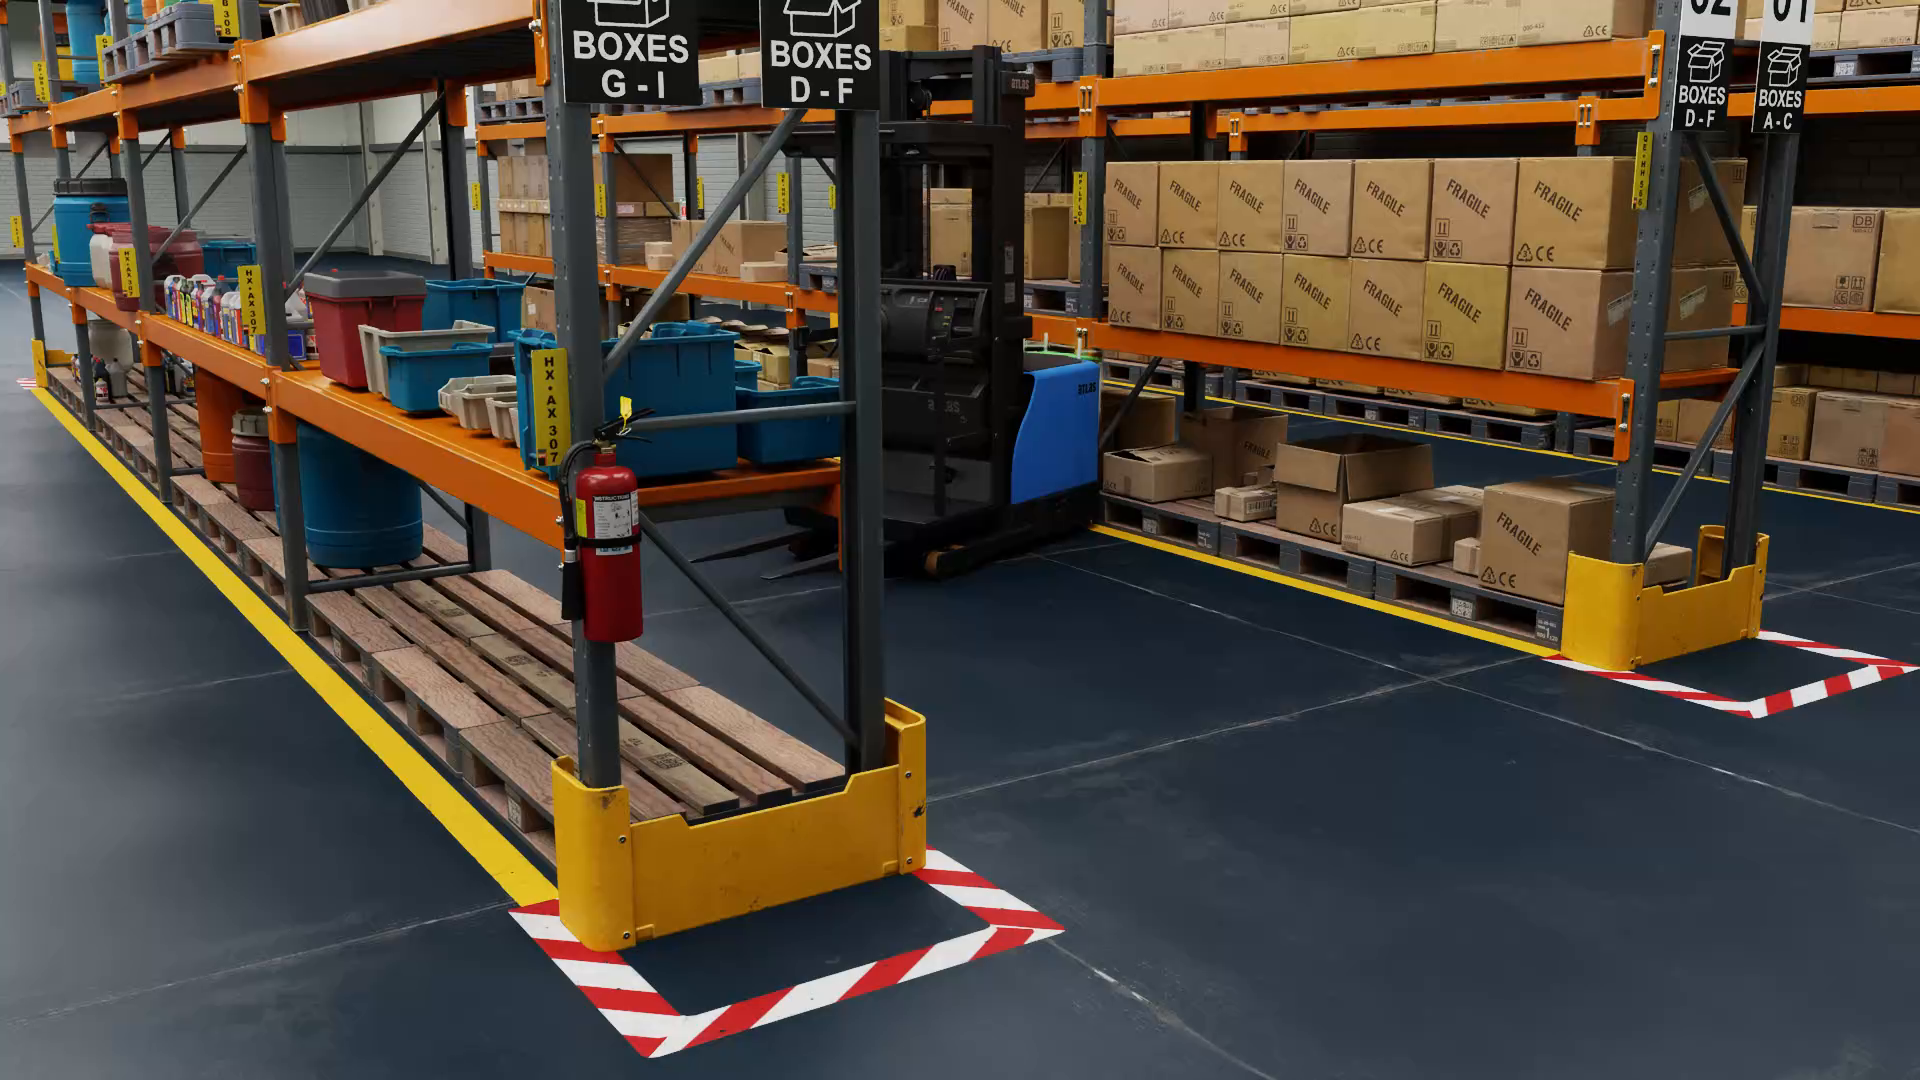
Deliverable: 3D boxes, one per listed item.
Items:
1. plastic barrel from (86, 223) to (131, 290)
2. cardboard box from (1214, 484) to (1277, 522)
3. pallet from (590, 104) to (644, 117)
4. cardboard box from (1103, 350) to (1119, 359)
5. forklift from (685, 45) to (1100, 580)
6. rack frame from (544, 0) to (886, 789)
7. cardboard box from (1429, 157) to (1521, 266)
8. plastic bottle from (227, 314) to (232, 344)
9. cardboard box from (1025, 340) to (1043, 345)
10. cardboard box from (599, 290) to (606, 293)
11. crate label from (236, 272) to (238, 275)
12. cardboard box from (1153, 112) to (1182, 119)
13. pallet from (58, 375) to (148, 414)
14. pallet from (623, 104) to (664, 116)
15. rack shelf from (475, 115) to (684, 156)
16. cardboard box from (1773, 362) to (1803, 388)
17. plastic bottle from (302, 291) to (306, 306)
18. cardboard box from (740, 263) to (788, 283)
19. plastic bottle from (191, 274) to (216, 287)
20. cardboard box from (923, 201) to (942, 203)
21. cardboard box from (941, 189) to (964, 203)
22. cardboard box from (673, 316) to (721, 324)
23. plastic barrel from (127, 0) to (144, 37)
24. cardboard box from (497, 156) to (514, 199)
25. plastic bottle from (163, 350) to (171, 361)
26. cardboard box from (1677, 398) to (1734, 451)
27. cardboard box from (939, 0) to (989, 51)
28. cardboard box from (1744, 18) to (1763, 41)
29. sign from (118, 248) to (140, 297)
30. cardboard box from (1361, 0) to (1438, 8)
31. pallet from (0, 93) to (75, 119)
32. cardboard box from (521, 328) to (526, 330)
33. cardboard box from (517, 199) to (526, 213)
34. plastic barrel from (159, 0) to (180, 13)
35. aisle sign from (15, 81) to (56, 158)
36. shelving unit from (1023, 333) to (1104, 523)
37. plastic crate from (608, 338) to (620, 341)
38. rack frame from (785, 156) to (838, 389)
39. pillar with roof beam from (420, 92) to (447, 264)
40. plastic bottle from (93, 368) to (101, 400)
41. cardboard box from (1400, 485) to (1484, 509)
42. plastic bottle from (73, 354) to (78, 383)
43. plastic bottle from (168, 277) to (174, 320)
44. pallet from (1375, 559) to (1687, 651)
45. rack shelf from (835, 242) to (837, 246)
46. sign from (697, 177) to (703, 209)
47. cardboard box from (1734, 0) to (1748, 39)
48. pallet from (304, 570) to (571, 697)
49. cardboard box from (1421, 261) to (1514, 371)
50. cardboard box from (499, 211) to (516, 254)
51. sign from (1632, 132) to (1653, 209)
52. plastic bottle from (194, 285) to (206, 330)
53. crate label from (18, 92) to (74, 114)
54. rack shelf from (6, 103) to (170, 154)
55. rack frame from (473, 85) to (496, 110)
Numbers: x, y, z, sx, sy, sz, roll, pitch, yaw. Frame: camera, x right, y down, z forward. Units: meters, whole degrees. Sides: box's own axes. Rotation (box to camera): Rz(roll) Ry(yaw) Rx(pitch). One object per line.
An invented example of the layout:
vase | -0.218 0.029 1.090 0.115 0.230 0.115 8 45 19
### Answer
plastic barrel | -6.993 -2.363 13.826 0.433 0.535 0.433 0 12 0
cardboard box | 1.758 -0.233 10.008 0.380 0.166 0.250 -8 15 -33
pallet | -3.709 -4.649 17.784 1.003 0.211 1.213 -8 15 -33
cardboard box | 1.906 -2.348 18.900 0.700 0.500 0.500 -8 15 -32
forklift | -0.364 -1.322 9.548 1.130 2.935 3.031 9 15 34
rack frame | -0.692 -0.358 4.978 1.000 3.000 0.127 -8 15 -33
cardboard box | 2.678 -1.617 8.162 0.500 0.500 0.500 -8 14 -31
plastic bottle | -4.039 -1.200 9.294 0.097 0.201 0.097 0 12 0
cardboard box | 0.320 -1.397 12.795 0.500 0.250 0.500 -8 15 -34
cardboard box | -4.201 -2.542 18.660 0.500 0.500 0.500 -8 15 -33
crate label | -5.046 -1.818 12.047 0.303 0.233 0.416 -8 15 -33
cardboard box | 2.482 -4.721 17.617 0.797 0.503 0.637 -6 14 -25
pallet | -8.358 -1.472 16.597 1.003 0.211 1.213 -8 15 -33
pallet | -2.715 -4.294 16.405 0.805 0.209 1.217 -9 15 -35
rack shelf | -4.323 -4.548 18.798 1.077 0.370 4.000 -8 15 -33
cardboard box | 5.996 -1.223 12.281 0.380 0.149 0.250 -9 15 -34
plastic bottle | -4.314 -1.581 11.037 0.097 0.201 0.097 0 12 0
cardboard box | -1.727 -2.371 14.771 0.380 0.149 0.250 -8 15 -33
plastic bottle | -5.027 -1.623 11.053 0.152 0.276 0.135 -8 15 -33
cardboard box | -0.556 -2.522 13.655 0.500 0.500 0.700 9 15 36
cardboard box | 0.106 -4.103 20.653 0.500 0.500 0.500 -8 15 -33
cardboard box | -2.752 -2.176 17.430 0.500 0.311 0.500 -8 15 -33
plastic barrel | -6.153 -3.905 13.003 0.600 0.901 0.708 -8 15 -33
cardboard box | -5.154 -4.378 20.089 0.700 0.500 0.500 -8 15 -33
plastic bottle | -7.782 -1.715 16.353 0.144 0.351 0.185 -8 15 -33
cardboard box | 5.944 -0.991 12.741 0.700 0.500 0.500 -8 15 -33
cardboard box | 0.259 -3.759 12.055 0.600 0.600 0.600 -9 15 -35
cardboard box | 5.773 -3.642 12.106 0.500 0.250 0.500 -8 15 -34
sign | -5.578 -1.794 11.163 0.100 0.325 0.005 -8 15 -33
cardboard box | 2.386 -2.819 8.393 0.500 0.250 0.500 -8 15 -33
pallet | -9.180 -4.418 16.964 1.003 0.211 1.213 -8 15 -33
cardboard box | -5.039 -2.441 19.956 0.500 0.250 0.500 -8 15 -33
cardboard box | -4.969 -3.923 19.529 0.380 0.149 0.250 -8 15 -34
plastic barrel | -4.728 -3.160 10.149 0.294 0.245 0.294 0 12 0
aisle sign | -9.840 -4.452 17.612 0.394 0.787 0.004 -8 15 -33
shelving unit | 0.635 -0.732 10.857 0.258 1.200 0.503 -7 14 -44
plastic crate | -1.450 -0.676 6.683 0.416 0.233 0.300 -8 15 -33
rack frame | -0.998 -2.367 14.162 1.000 3.000 0.127 -8 15 -33
pillar with roof beam | -17.082 -11.044 39.799 9.100 9.000 0.548 -8 15 -33
plastic bottle | -7.882 -1.427 15.193 0.061 0.283 0.133 -7 14 -30
cardboard box | 2.815 -0.124 9.312 0.500 0.250 0.500 -8 15 -33
plastic bottle | -8.701 -1.690 16.396 0.061 0.283 0.133 -8 15 -32
plastic bottle | -5.112 -1.579 10.862 0.097 0.271 0.097 0 12 0
pallet | 2.949 0.263 8.663 1.003 0.211 1.213 -8 15 -33
rack shelf | -0.201 -3.669 21.803 1.077 0.370 4.000 -8 15 -33
sign | -2.768 -3.671 17.601 0.100 0.325 0.005 -8 15 -33
cardboard box | 3.361 -2.457 7.907 0.500 0.250 0.500 -8 15 -33
pallet | -2.468 0.419 7.952 1.003 0.211 1.213 -8 15 -33
cardboard box | 2.669 -1.132 8.282 0.500 0.500 0.500 -8 15 -32
cardboard box | -5.183 -3.754 20.271 0.700 0.500 0.500 -8 15 -33
sign | 2.961 -1.602 7.214 0.100 0.325 0.005 -8 15 -33
plastic bottle | -4.600 -1.415 10.110 0.097 0.271 0.097 0 12 0
crate label | -8.795 -4.224 15.984 0.502 0.251 0.408 -8 15 -33
rack shelf | -8.448 -3.962 16.120 1.077 0.370 4.000 -8 15 -33
rack frame | -5.431 -6.720 20.027 1.000 3.000 0.127 -8 15 -33
